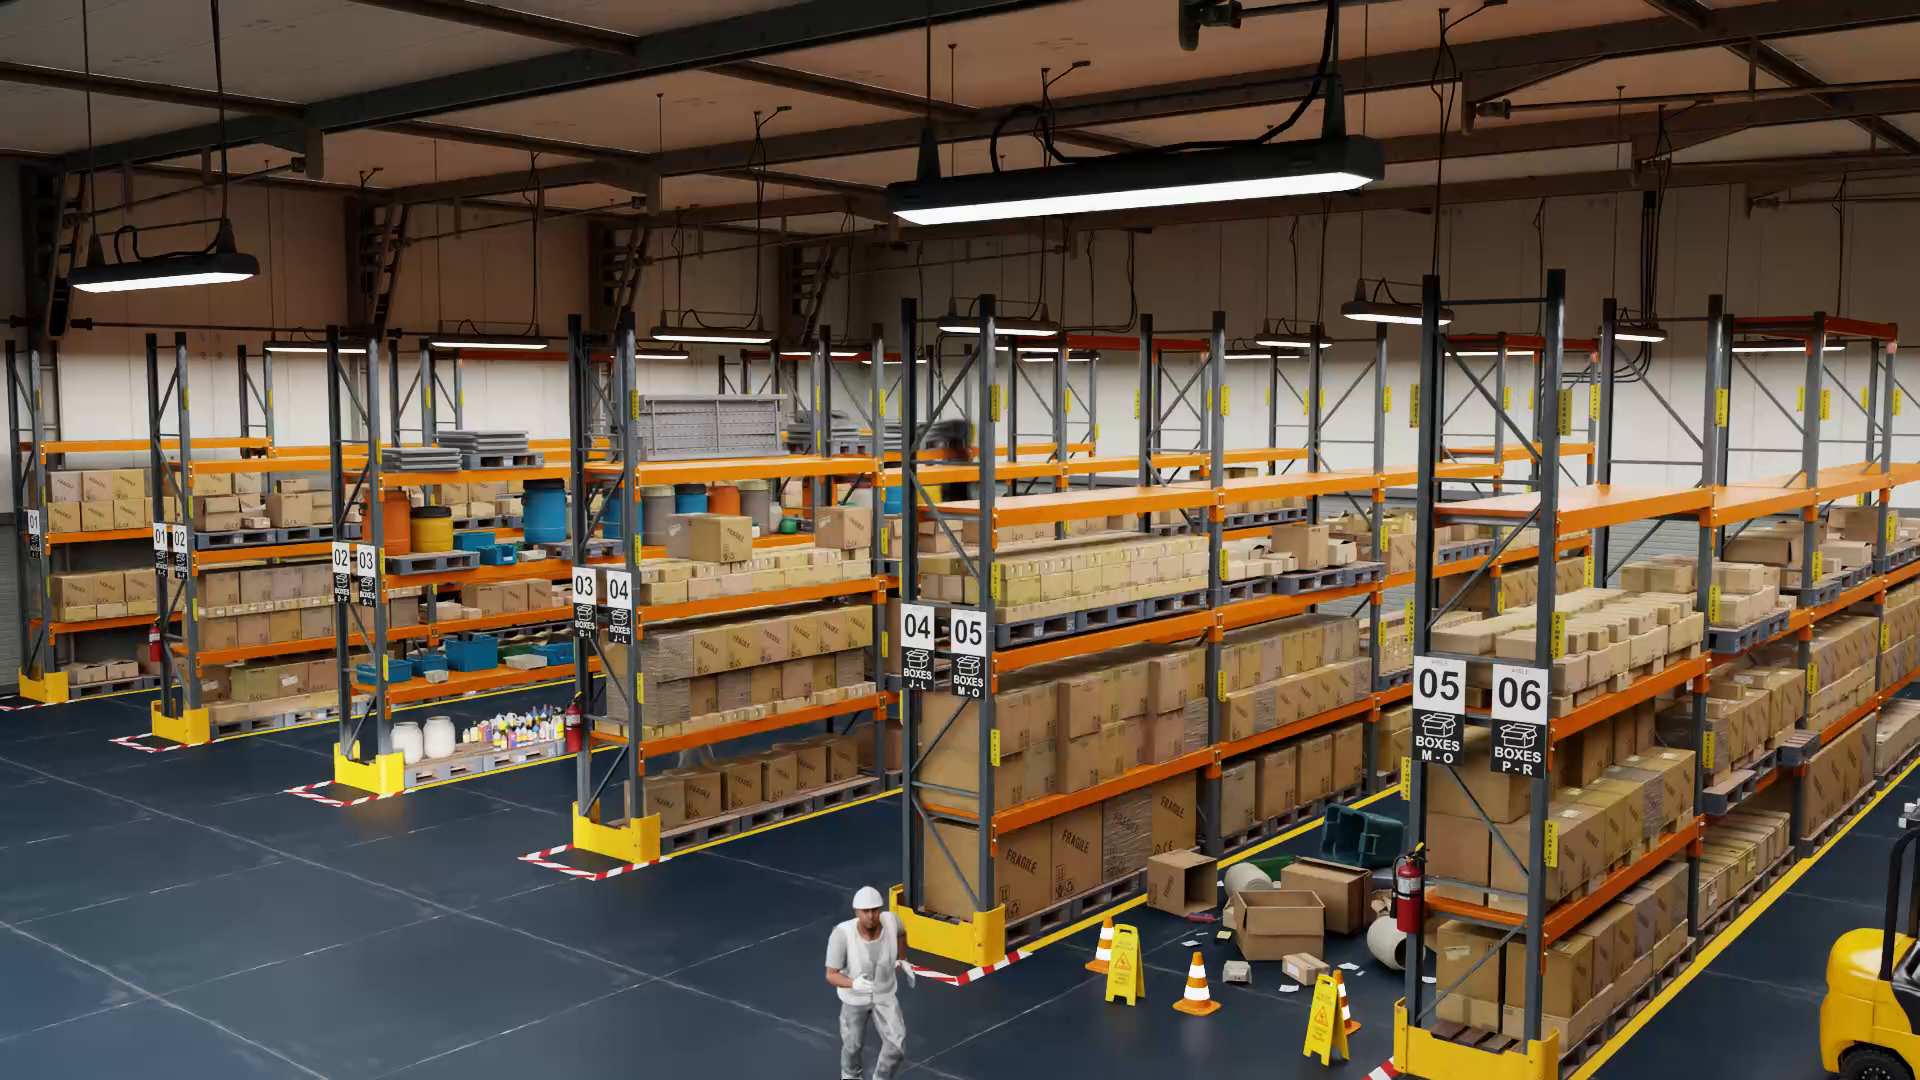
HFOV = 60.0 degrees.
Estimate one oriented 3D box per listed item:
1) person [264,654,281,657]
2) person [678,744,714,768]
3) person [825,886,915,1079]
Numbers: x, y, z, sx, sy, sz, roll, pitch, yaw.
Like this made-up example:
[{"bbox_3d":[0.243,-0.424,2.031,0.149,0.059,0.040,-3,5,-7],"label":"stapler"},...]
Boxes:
[{"bbox_3d":[-11.442,1.878,27.664,0.601,1.625,0.945,3,6,31],"label":"person"},{"bbox_3d":[-3.501,2.402,21.646,0.761,1.664,0.619,-2,5,-17],"label":"person"},{"bbox_3d":[-0.628,3.251,11.811,0.709,1.695,0.958,-1,5,-15],"label":"person"}]
